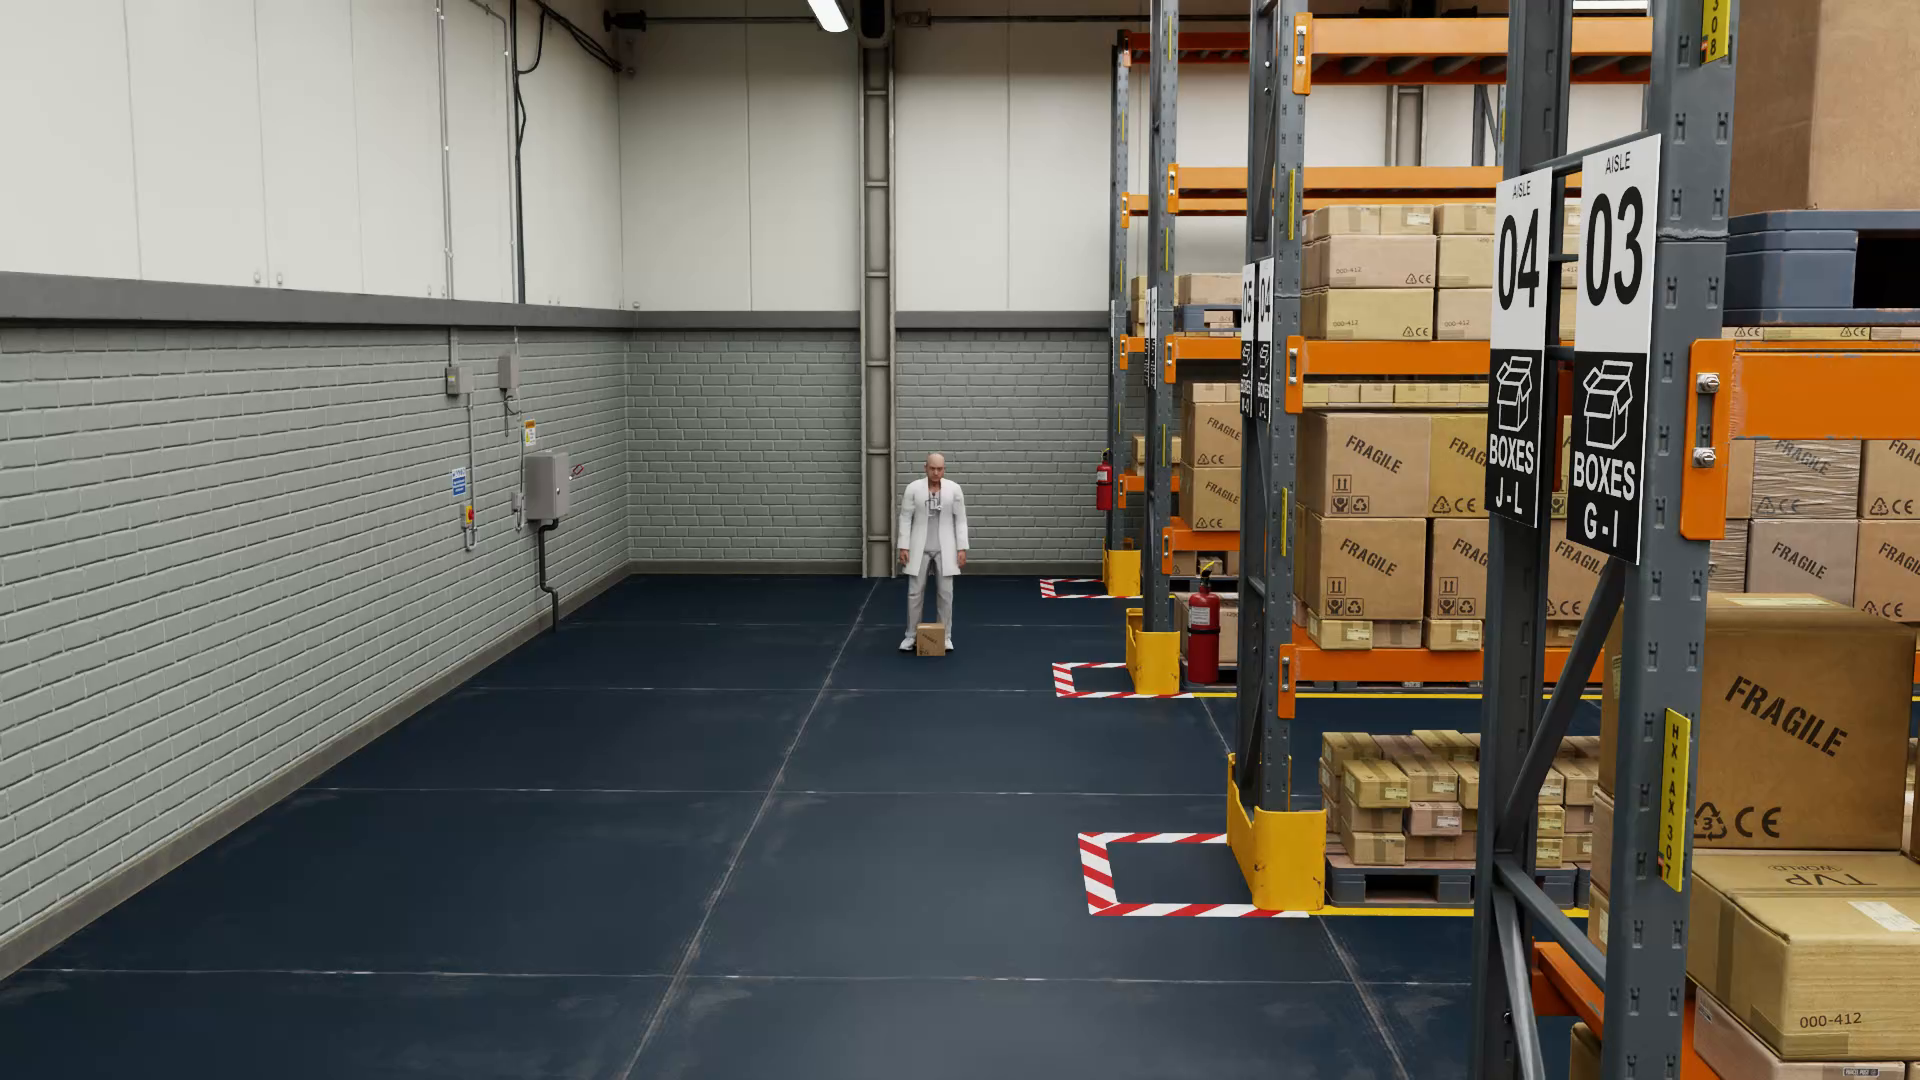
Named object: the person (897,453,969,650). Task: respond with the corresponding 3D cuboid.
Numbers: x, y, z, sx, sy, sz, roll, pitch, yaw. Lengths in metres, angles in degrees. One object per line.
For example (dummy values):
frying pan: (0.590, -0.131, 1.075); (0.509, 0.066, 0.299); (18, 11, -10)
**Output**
person: (-0.242, 0.102, 15.007); (0.652, 1.773, 0.425); (0, 7, -2)
